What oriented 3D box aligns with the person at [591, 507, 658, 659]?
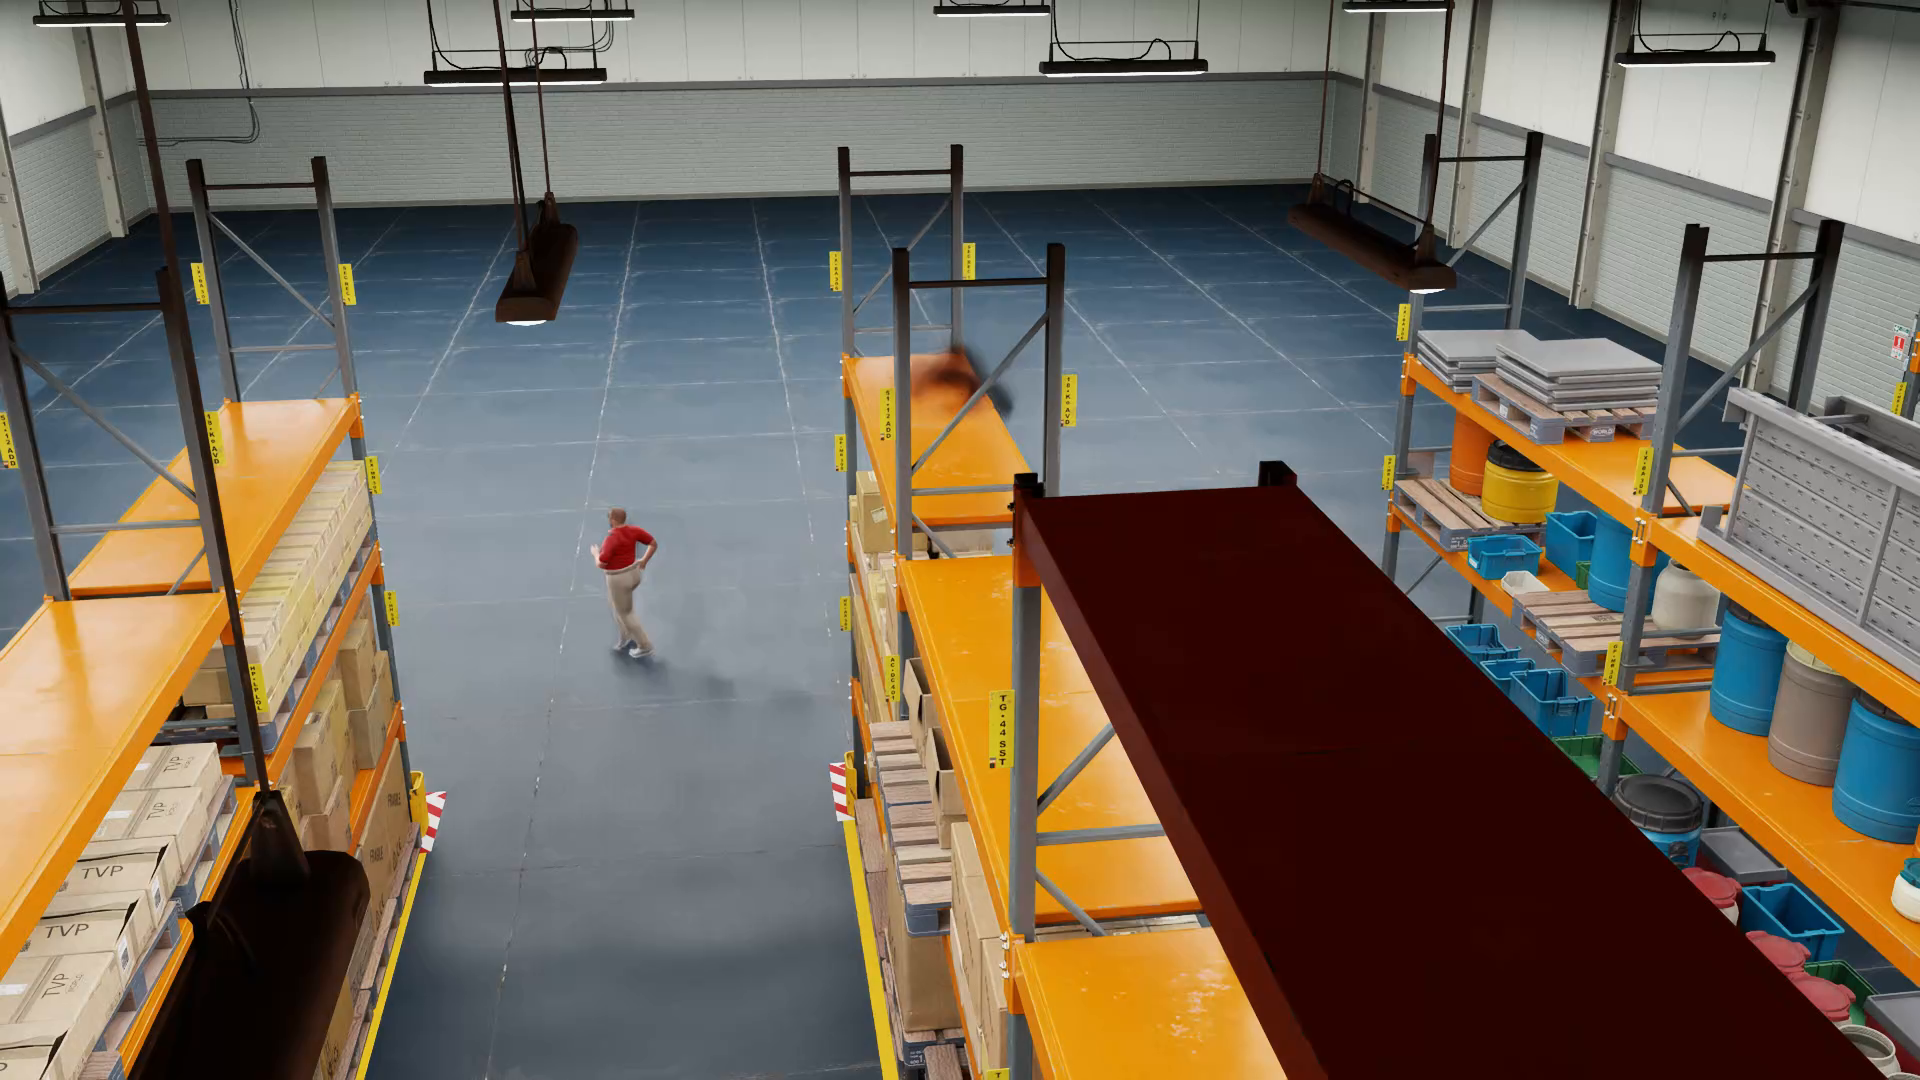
[{"bbox_3d":[-3.670,0.481,18.125,0.775,1.802,0.634,10,24,23],"label":"person"}]
